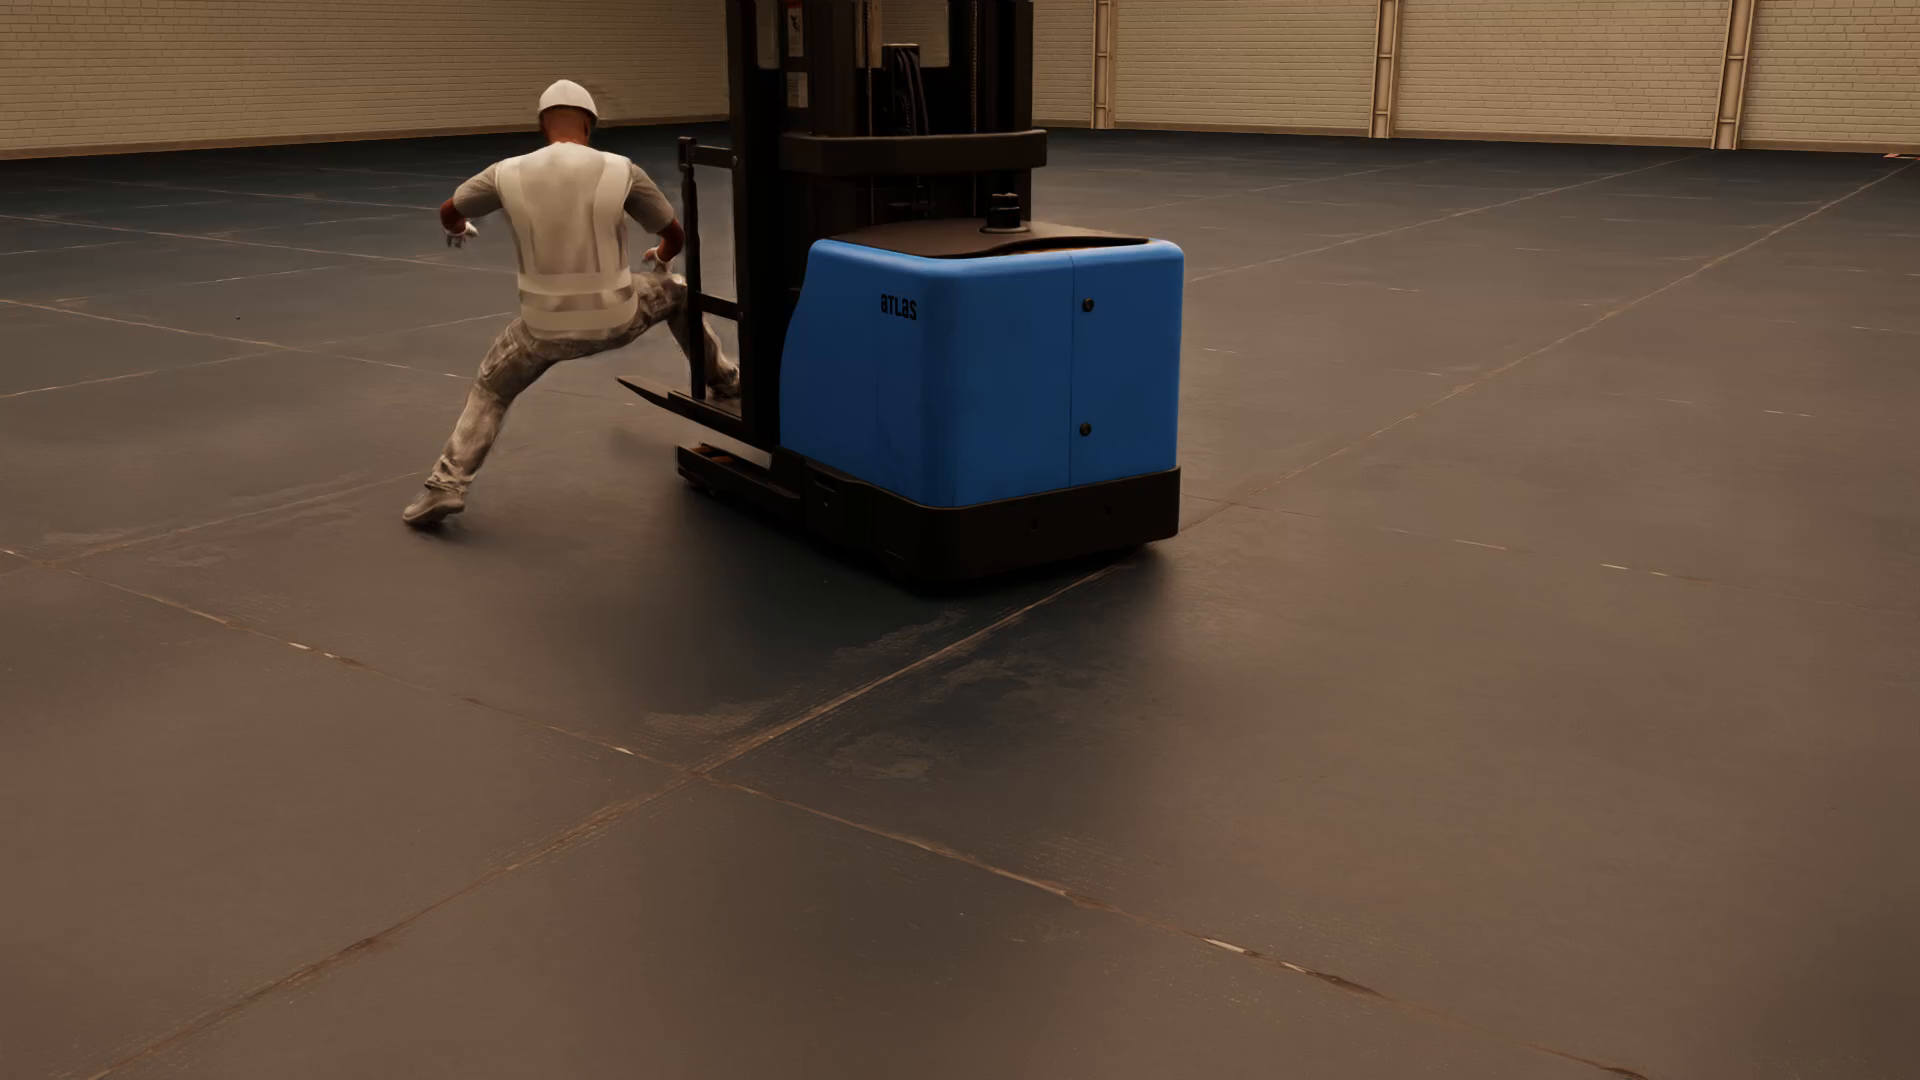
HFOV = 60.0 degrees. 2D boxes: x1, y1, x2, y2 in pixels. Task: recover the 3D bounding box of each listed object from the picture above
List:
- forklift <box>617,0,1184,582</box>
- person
[{"bbox_3d":[-0.472,-1.635,6.301,1.130,2.935,3.031,-11,20,-32],"label":"forklift"},{"bbox_3d":[-1.470,-0.927,6.298,1.247,1.578,0.972,-2,17,-5],"label":"person"}]
